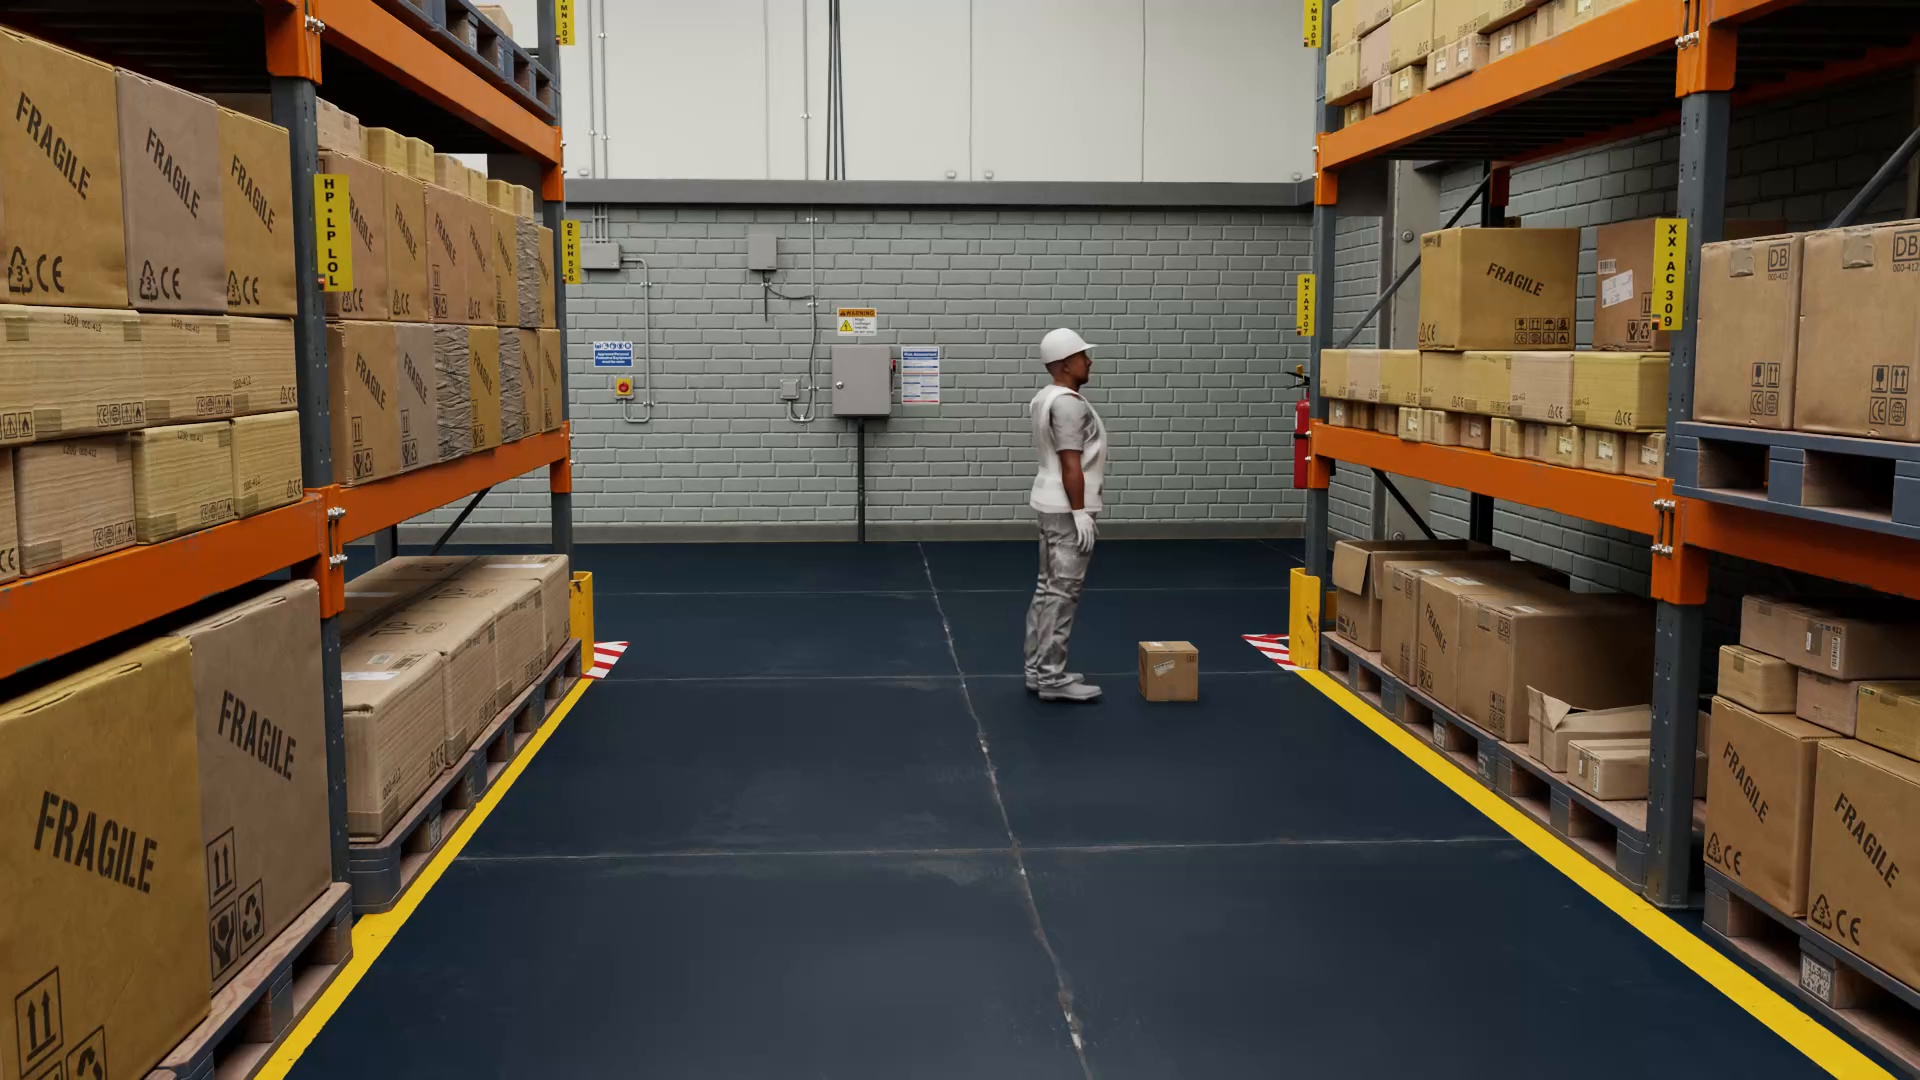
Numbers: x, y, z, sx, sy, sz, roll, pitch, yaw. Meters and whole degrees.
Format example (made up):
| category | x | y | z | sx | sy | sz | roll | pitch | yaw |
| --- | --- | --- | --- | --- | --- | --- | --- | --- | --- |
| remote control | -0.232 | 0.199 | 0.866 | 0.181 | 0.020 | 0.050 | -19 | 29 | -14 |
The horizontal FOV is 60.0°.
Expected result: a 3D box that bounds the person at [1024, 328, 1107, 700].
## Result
| category | x | y | z | sx | sy | sz | roll | pitch | yaw |
| --- | --- | --- | --- | --- | --- | --- | --- | --- | --- |
| person | 0.519 | -0.131 | 8.076 | 0.357 | 1.782 | 0.562 | -1 | 7 | -9 |
